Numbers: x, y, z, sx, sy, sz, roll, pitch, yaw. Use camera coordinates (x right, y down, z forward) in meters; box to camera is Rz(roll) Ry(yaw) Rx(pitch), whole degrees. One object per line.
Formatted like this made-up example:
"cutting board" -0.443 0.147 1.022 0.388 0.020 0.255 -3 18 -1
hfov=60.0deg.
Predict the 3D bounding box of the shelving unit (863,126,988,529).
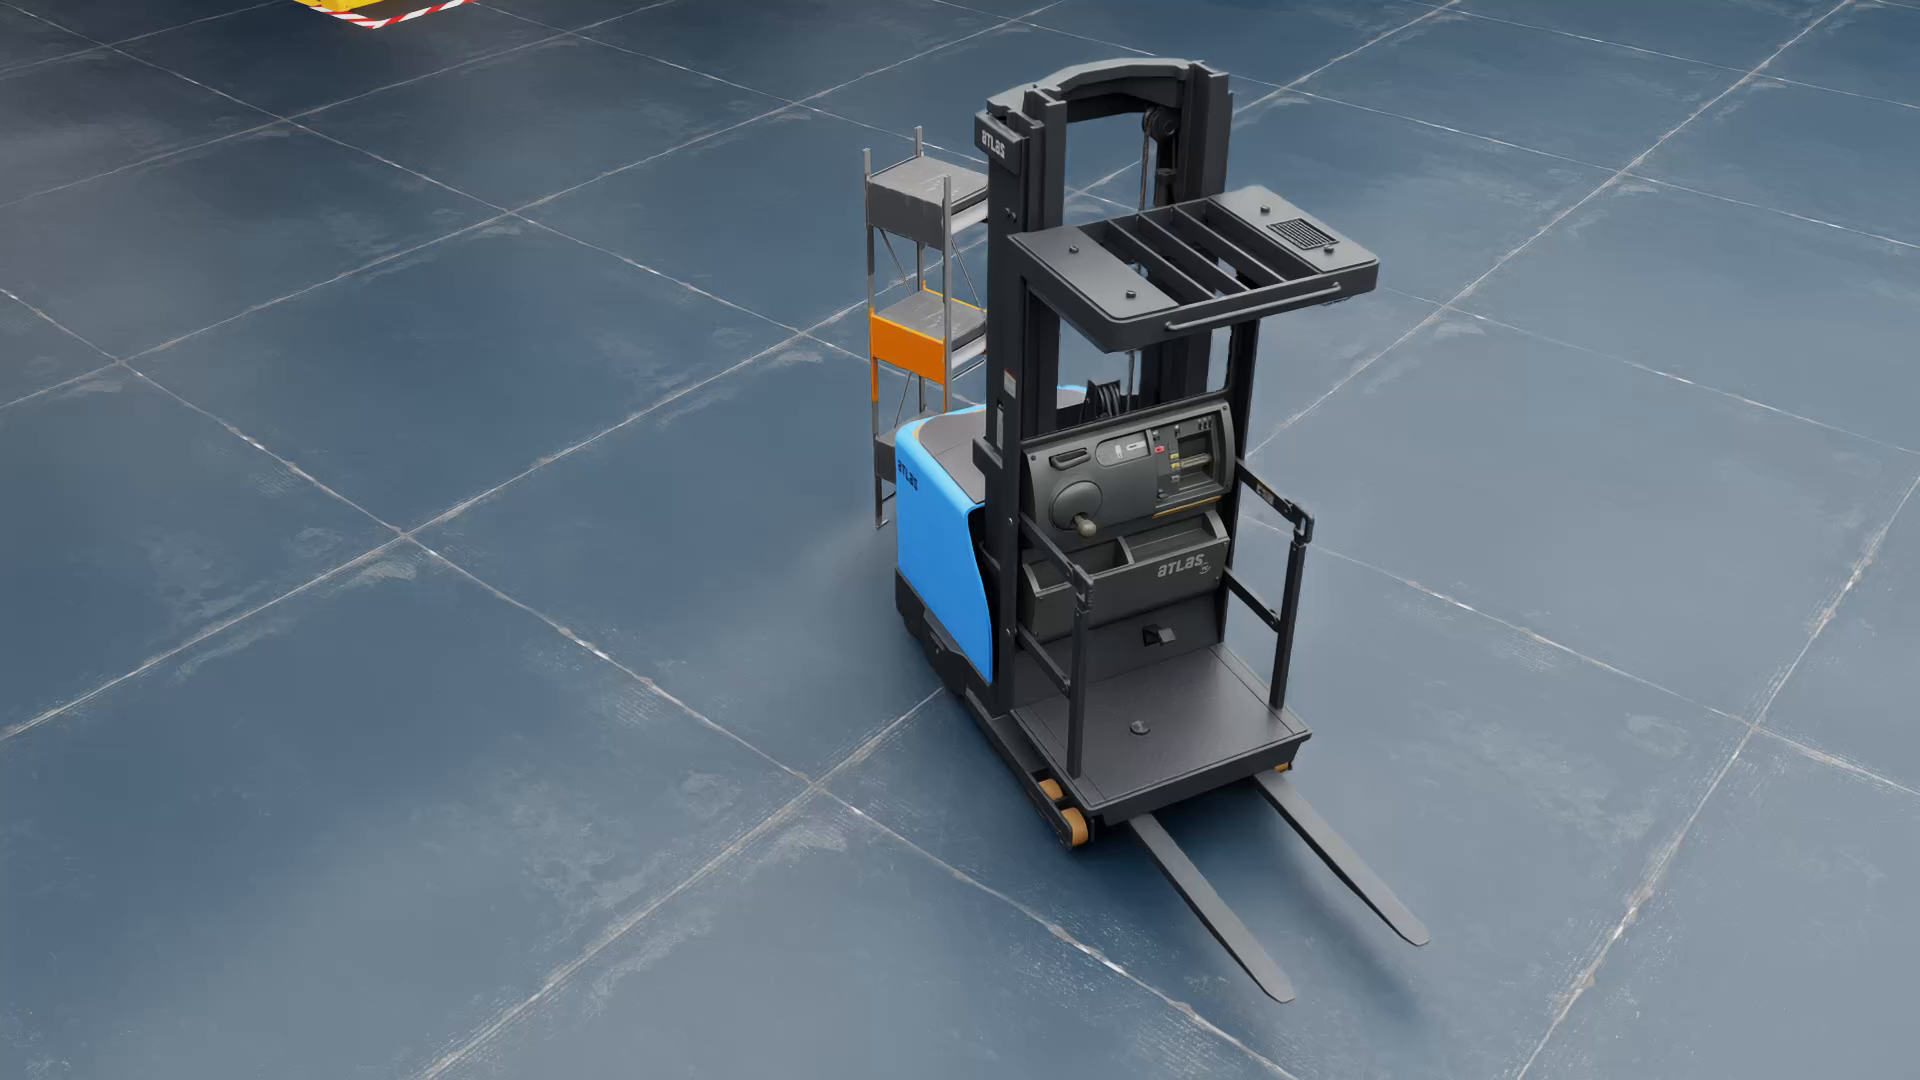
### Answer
"shelving unit" -0.127 -0.926 8.243 0.503 2.100 0.431 25 42 32

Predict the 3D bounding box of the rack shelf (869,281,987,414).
"rack shelf" -0.127 -0.914 8.251 0.480 0.518 0.431 25 42 32

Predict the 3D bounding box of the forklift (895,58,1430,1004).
"forklift" 0.786 -0.220 6.481 1.130 2.935 3.031 -15 37 -21

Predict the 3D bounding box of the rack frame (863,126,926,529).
"rack frame" -0.315 -1.014 8.372 0.015 2.100 0.400 25 42 32

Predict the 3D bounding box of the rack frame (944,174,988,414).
"rack frame" 0.060 -0.837 8.114 0.015 2.100 0.400 25 42 32

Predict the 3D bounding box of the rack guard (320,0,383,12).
"rack guard" -5.830 -5.676 16.573 0.348 0.500 1.175 25 42 32

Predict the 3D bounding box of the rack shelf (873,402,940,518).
"rack shelf" -0.127 -0.337 8.647 0.480 0.518 0.431 25 42 32

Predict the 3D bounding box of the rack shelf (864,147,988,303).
"rack shelf" -0.127 -1.491 7.854 0.480 0.518 0.431 25 42 32
